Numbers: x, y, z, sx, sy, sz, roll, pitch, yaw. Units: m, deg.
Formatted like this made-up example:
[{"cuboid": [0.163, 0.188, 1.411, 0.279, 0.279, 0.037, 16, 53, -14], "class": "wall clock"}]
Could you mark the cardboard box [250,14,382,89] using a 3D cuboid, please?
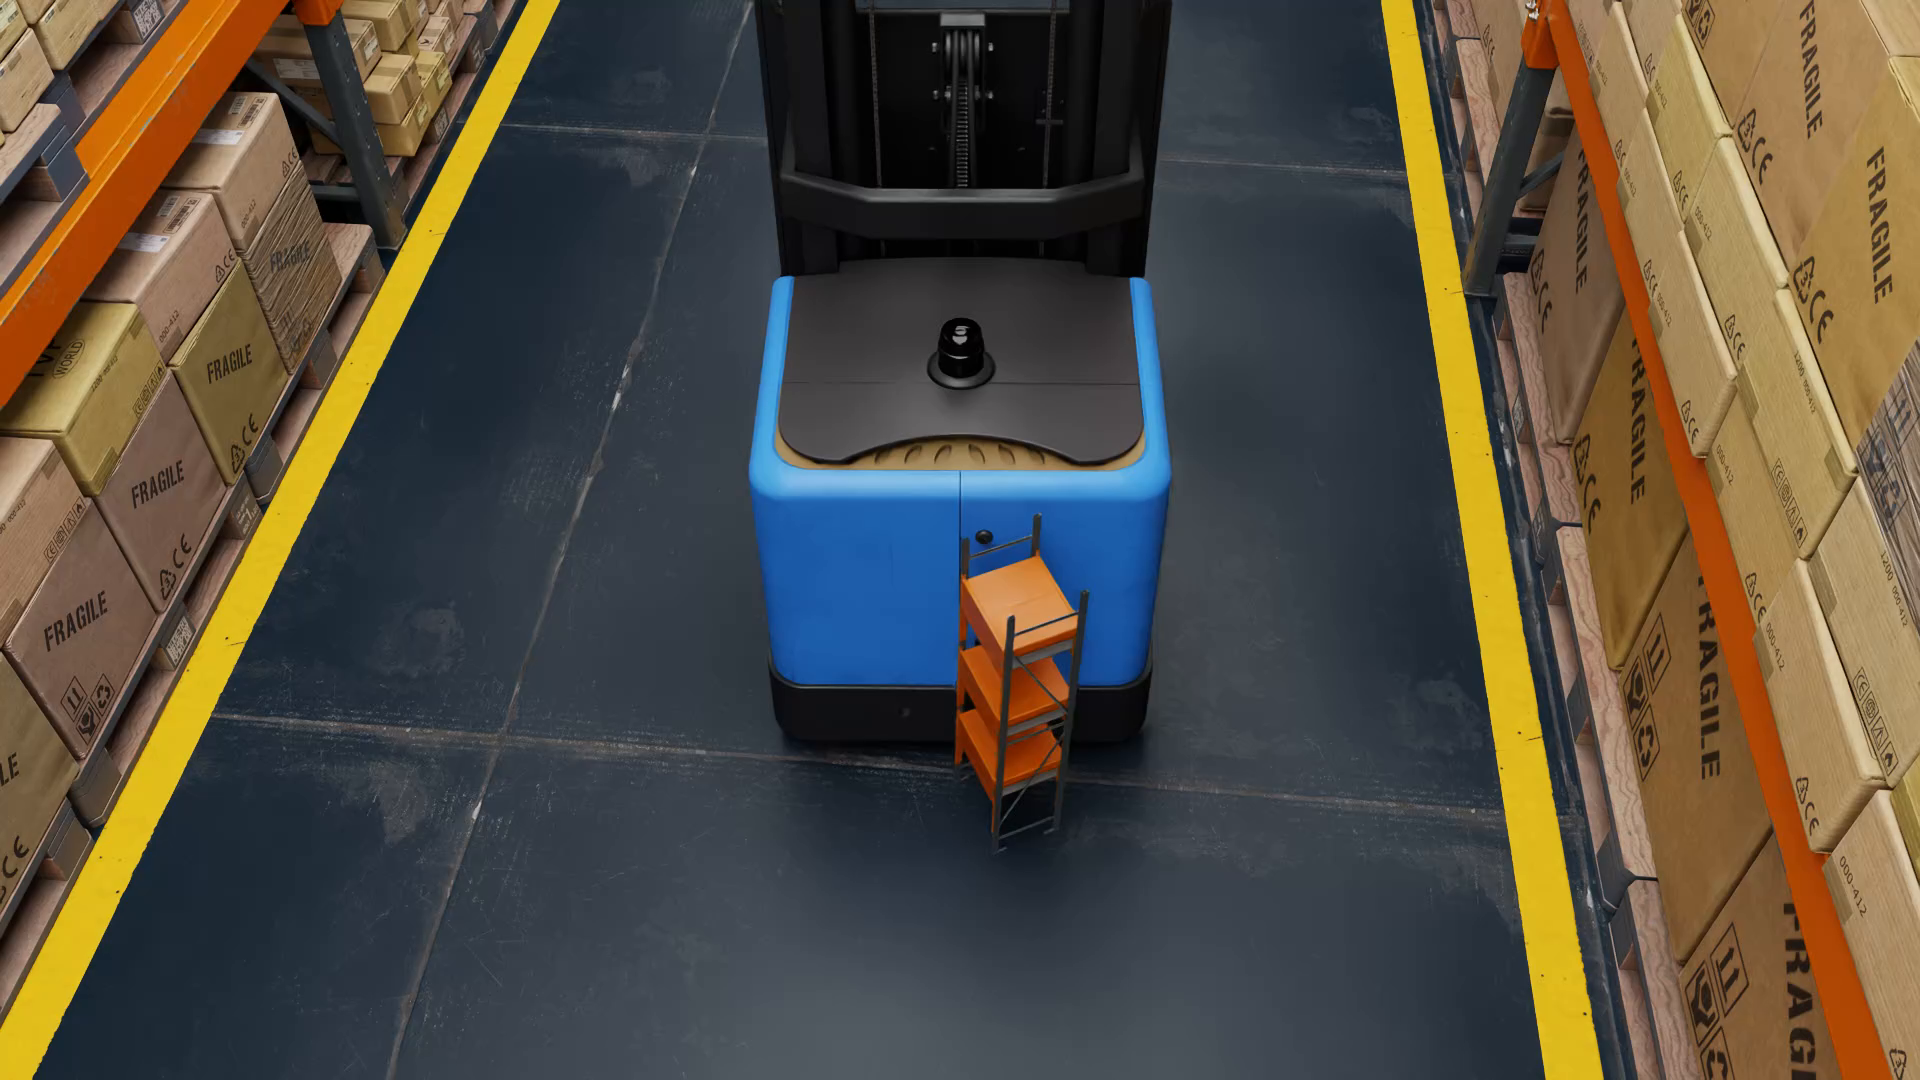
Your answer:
[{"cuboid": [-2.361, -1.788, 6.097, 0.380, 0.149, 0.250, 6, 48, 5], "class": "cardboard box"}]

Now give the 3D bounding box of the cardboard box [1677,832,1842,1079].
[{"cuboid": [2.121, 1.103, 3.364, 0.875, 0.875, 0.875, 3, 48, 3], "class": "cardboard box"}]

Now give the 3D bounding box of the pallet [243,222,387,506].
[{"cuboid": [-2.668, -0.655, 5.706, 1.003, 0.211, 1.213, 4, 48, 4], "class": "pallet"}]

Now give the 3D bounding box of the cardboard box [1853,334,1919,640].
[{"cuboid": [1.800, -0.117, 2.579, 0.500, 0.500, 0.500, 5, 48, 4], "class": "cardboard box"}]

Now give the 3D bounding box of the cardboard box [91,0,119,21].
[{"cuboid": [-2.486, -1.547, 4.517, 0.380, 0.149, 0.250, 4, 48, 3], "class": "cardboard box"}]

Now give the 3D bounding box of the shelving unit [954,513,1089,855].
[{"cuboid": [0.137, 0.393, 4.171, 0.215, 1.050, 0.252, -18, 53, -16], "class": "shelving unit"}]

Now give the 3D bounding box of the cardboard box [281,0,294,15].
[{"cuboid": [-2.868, -2.099, 6.583, 0.380, 0.149, 0.250, 2, 48, 2], "class": "cardboard box"}]

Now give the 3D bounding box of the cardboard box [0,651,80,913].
[{"cuboid": [-2.603, 0.600, 4.078, 0.500, 0.500, 0.500, 4, 48, 4], "class": "cardboard box"}]

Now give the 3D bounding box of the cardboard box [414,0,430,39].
[{"cuboid": [-2.327, -2.067, 6.553, 0.380, 0.149, 0.250, 4, 48, 3], "class": "cardboard box"}]

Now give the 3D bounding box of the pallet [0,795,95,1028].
[{"cuboid": [-2.891, 1.138, 4.066, 1.003, 0.211, 1.213, 4, 48, 4], "class": "pallet"}]

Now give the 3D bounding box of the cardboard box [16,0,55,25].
[{"cuboid": [-2.507, -1.443, 4.221, 0.380, 0.149, 0.250, 2, 48, 2], "class": "cardboard box"}]

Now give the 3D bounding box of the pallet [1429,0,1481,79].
[{"cuboid": [2.596, -2.421, 7.322, 1.003, 0.211, 1.213, 4, 48, 4], "class": "pallet"}]

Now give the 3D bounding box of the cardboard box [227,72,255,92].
[{"cuboid": [-2.887, -1.701, 6.219, 0.380, 0.149, 0.250, 5, 48, 4], "class": "cardboard box"}]

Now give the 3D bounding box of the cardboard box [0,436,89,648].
[{"cuboid": [-2.555, -0.006, 4.124, 0.500, 0.250, 0.500, 4, 48, 4], "class": "cardboard box"}]

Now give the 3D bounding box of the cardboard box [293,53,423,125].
[{"cuboid": [-2.247, -1.693, 6.212, 0.380, 0.149, 0.250, 6, 48, 5], "class": "cardboard box"}]

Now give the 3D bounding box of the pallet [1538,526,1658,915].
[{"cuboid": [2.236, 0.502, 4.648, 1.003, 0.211, 1.213, 4, 48, 4], "class": "pallet"}]

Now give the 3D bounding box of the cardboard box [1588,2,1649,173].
[{"cuboid": [1.991, -1.173, 4.392, 0.500, 0.250, 0.500, 3, 48, 3], "class": "cardboard box"}]

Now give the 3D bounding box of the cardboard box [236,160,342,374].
[{"cuboid": [-2.415, -0.906, 5.455, 0.500, 0.500, 0.500, 3, 48, 3], "class": "cardboard box"}]

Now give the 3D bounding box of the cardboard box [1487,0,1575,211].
[{"cuboid": [2.504, -1.641, 6.170, 0.875, 0.438, 0.875, 3, 48, 3], "class": "cardboard box"}]

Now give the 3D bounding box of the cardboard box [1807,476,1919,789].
[{"cuboid": [1.809, 0.161, 2.833, 0.500, 0.250, 0.500, 3, 48, 3], "class": "cardboard box"}]

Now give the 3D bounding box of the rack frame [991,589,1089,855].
[{"cuboid": [0.187, 0.479, 4.101, 0.200, 1.050, 0.008, -18, 53, -16], "class": "rack frame"}]

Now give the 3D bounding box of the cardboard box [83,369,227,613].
[{"cuboid": [-2.514, -0.152, 4.766, 0.500, 0.500, 0.500, 3, 48, 3], "class": "cardboard box"}]

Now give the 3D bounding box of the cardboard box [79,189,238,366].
[{"cuboid": [-2.475, -0.779, 4.831, 0.500, 0.250, 0.500, 6, 48, 5], "class": "cardboard box"}]

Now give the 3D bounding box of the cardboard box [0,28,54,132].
[{"cuboid": [-2.528, -1.158, 4.162, 0.380, 0.149, 0.250, 2, 48, 2], "class": "cardboard box"}]

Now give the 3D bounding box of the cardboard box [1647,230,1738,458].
[{"cuboid": [1.874, -0.431, 3.713, 0.500, 0.250, 0.500, 3, 48, 3], "class": "cardboard box"}]

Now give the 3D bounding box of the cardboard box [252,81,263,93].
[{"cuboid": [-2.902, -1.659, 6.382, 0.380, 0.149, 0.250, 4, 48, 4], "class": "cardboard box"}]

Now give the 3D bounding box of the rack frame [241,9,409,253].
[{"cuboid": [-2.599, -2.169, 5.201, 1.000, 3.000, 0.127, 4, 48, 4], "class": "rack frame"}]

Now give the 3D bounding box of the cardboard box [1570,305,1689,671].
[{"cuboid": [2.288, -0.209, 4.564, 0.875, 0.875, 0.875, 5, 48, 5], "class": "cardboard box"}]

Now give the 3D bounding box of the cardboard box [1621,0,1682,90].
[{"cuboid": [1.999, -1.339, 4.204, 0.500, 0.250, 0.500, 5, 48, 4], "class": "cardboard box"}]

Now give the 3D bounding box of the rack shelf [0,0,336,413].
[{"cuboid": [-2.781, -0.456, 4.122, 1.077, 0.370, 4.000, 4, 48, 4], "class": "rack shelf"}]

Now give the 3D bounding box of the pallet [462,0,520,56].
[{"cuboid": [-2.464, -2.622, 7.505, 1.003, 0.211, 1.213, 4, 48, 4], "class": "pallet"}]

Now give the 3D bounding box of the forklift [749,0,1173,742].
[{"cuboid": [0.010, -1.497, 4.633, 1.130, 2.935, 3.031, 0, 48, 0], "class": "forklift"}]

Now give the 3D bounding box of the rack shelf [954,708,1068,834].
[{"cuboid": [0.131, 0.578, 4.393, 0.215, 0.259, 0.240, -18, 53, -16], "class": "rack shelf"}]

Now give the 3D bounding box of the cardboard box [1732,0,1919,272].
[{"cuboid": [1.906, -0.853, 3.252, 0.500, 0.500, 0.500, 3, 48, 3], "class": "cardboard box"}]

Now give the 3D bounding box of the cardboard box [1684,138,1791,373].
[{"cuboid": [1.883, -0.598, 3.527, 0.500, 0.250, 0.500, 3, 48, 2], "class": "cardboard box"}]

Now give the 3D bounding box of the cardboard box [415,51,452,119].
[{"cuboid": [-2.221, -1.790, 6.501, 0.380, 0.149, 0.250, 5, 48, 5], "class": "cardboard box"}]

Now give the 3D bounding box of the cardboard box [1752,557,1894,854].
[{"cuboid": [1.794, 0.314, 3.031, 0.500, 0.250, 0.500, 5, 48, 4], "class": "cardboard box"}]

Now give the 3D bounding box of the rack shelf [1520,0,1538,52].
[{"cuboid": [2.522, -3.137, 6.574, 1.077, 0.370, 4.000, 4, 48, 4], "class": "rack shelf"}]

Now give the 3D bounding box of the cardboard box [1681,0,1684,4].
[{"cuboid": [1.995, -1.601, 3.937, 0.500, 0.500, 0.500, 4, 48, 3], "class": "cardboard box"}]

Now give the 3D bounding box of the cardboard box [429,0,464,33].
[{"cuboid": [-2.277, -2.166, 6.845, 0.380, 0.149, 0.250, 3, 48, 3], "class": "cardboard box"}]

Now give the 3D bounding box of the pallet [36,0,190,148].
[{"cuboid": [-2.813, -1.552, 4.767, 1.003, 0.211, 1.213, 4, 48, 4], "class": "pallet"}]
